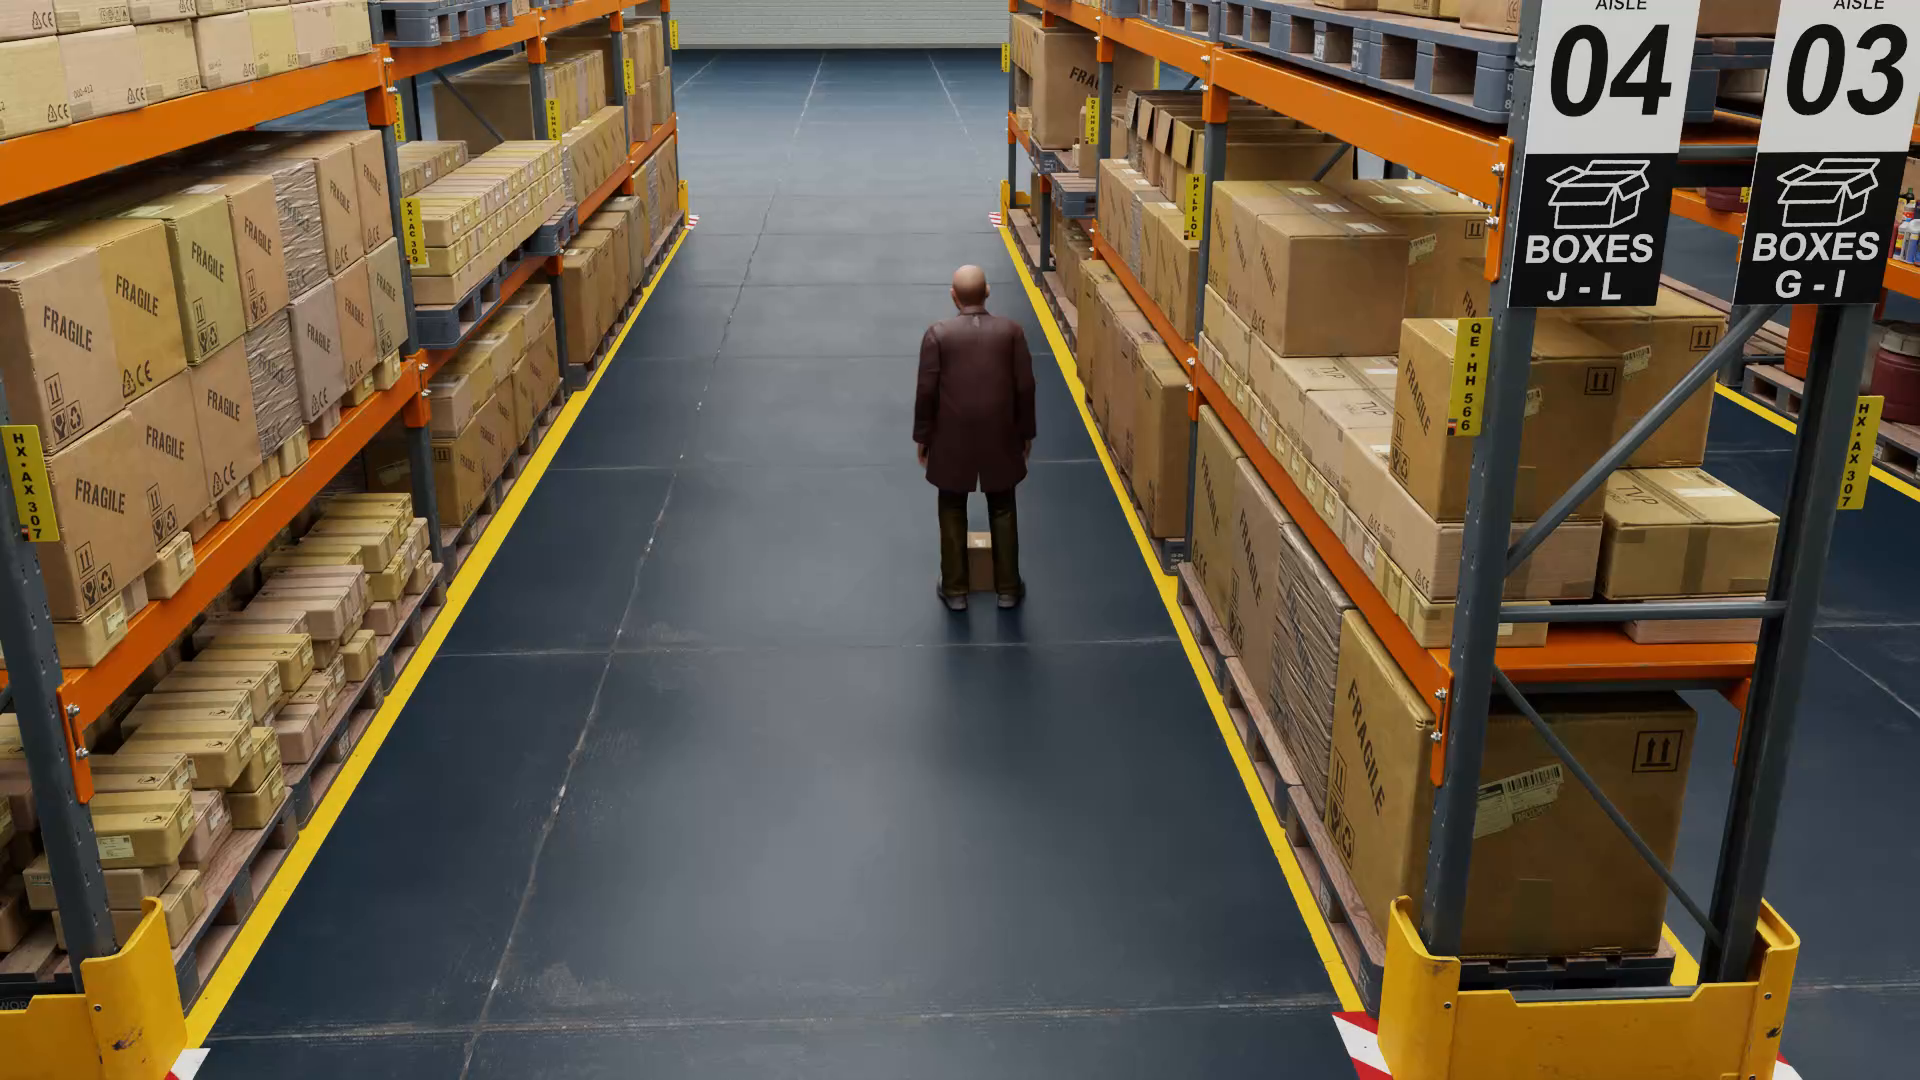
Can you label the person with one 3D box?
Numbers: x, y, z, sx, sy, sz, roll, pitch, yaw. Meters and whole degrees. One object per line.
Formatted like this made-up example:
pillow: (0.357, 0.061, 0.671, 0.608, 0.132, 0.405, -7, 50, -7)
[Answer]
person: (0.074, -0.514, 8.505, 0.640, 1.772, 0.428, -2, 20, -5)
